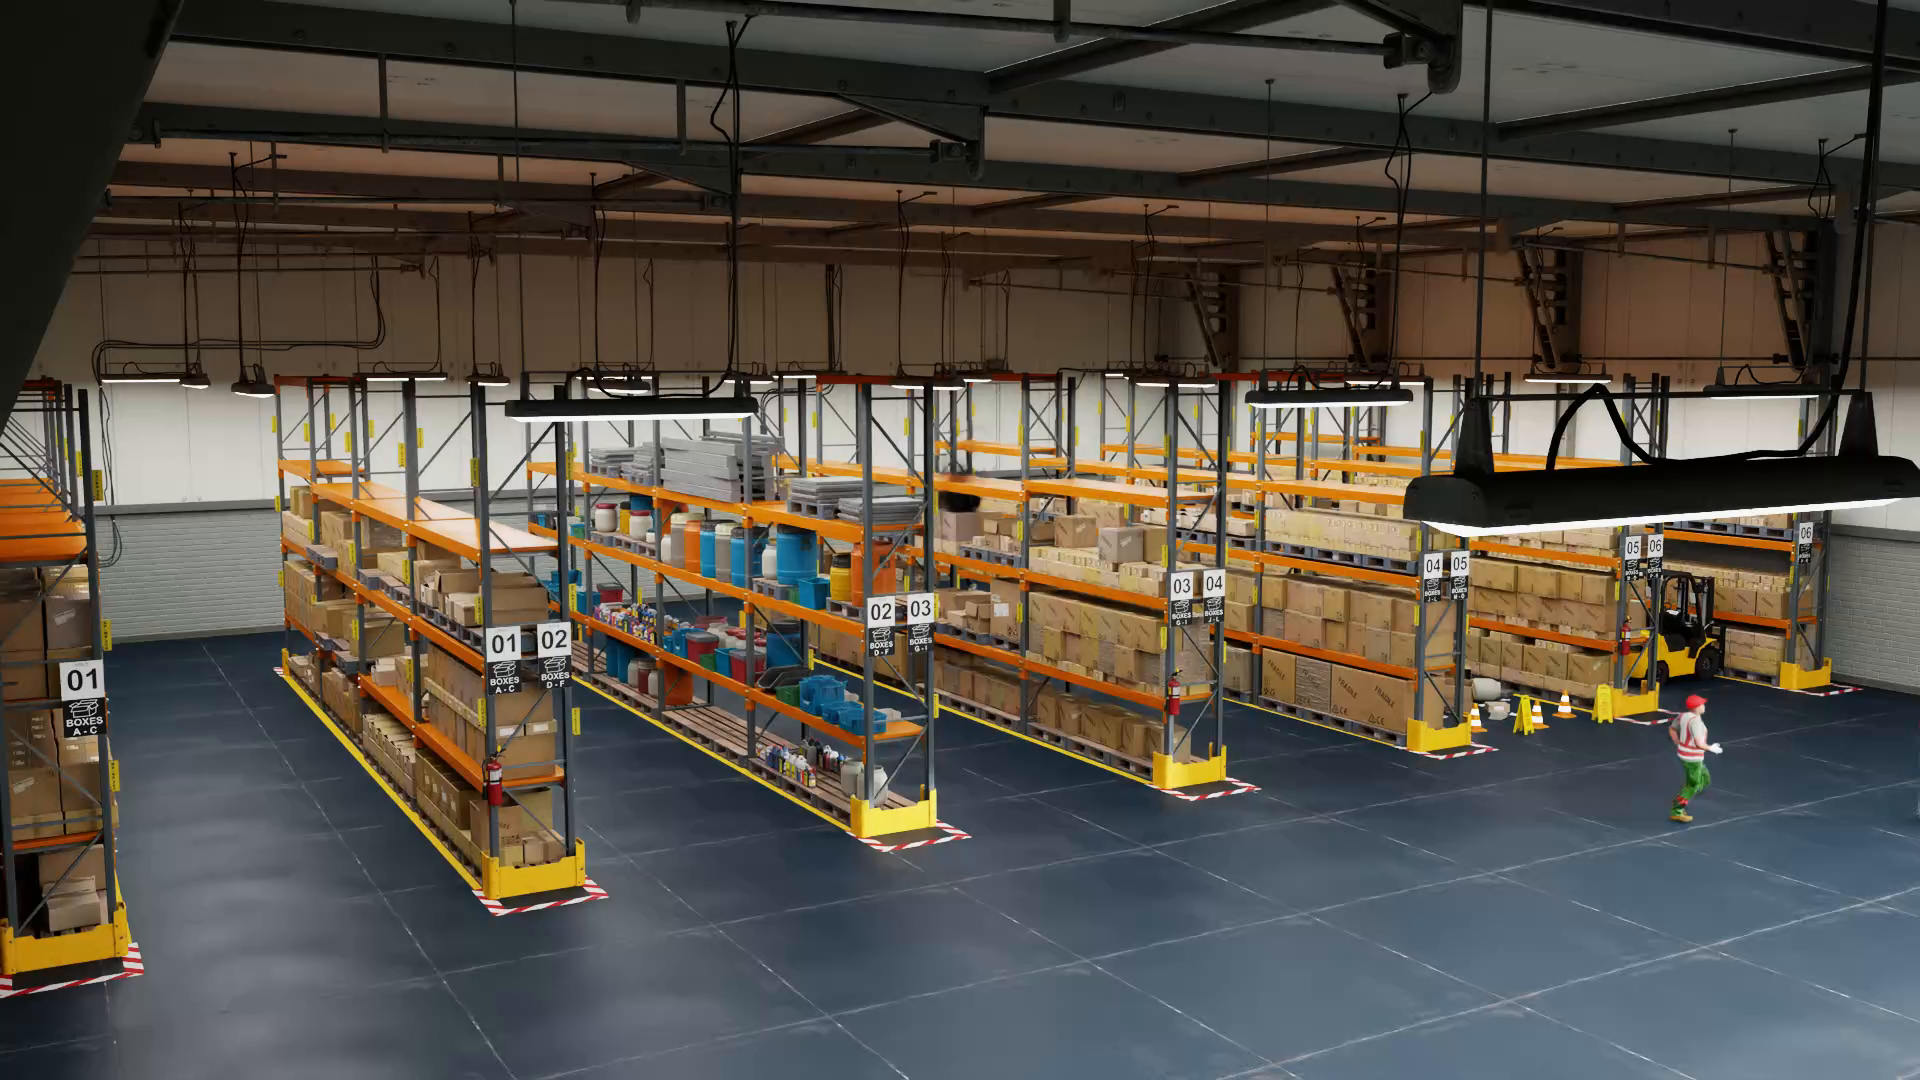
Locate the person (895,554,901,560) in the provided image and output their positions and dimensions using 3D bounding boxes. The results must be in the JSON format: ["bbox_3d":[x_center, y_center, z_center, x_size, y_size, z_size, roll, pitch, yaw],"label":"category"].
[{"bbox_3d":[-1.657,1.114,40.753,0.564,1.525,0.472,3,7,24],"label":"person"}]

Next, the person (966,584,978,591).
[{"bbox_3d":[0.263,1.713,34.127,0.581,1.663,0.816,-5,8,-39],"label":"person"}]

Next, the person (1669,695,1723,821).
[{"bbox_3d":[10.031,2.971,22.662,0.609,1.744,0.651,1,6,8],"label":"person"}]
